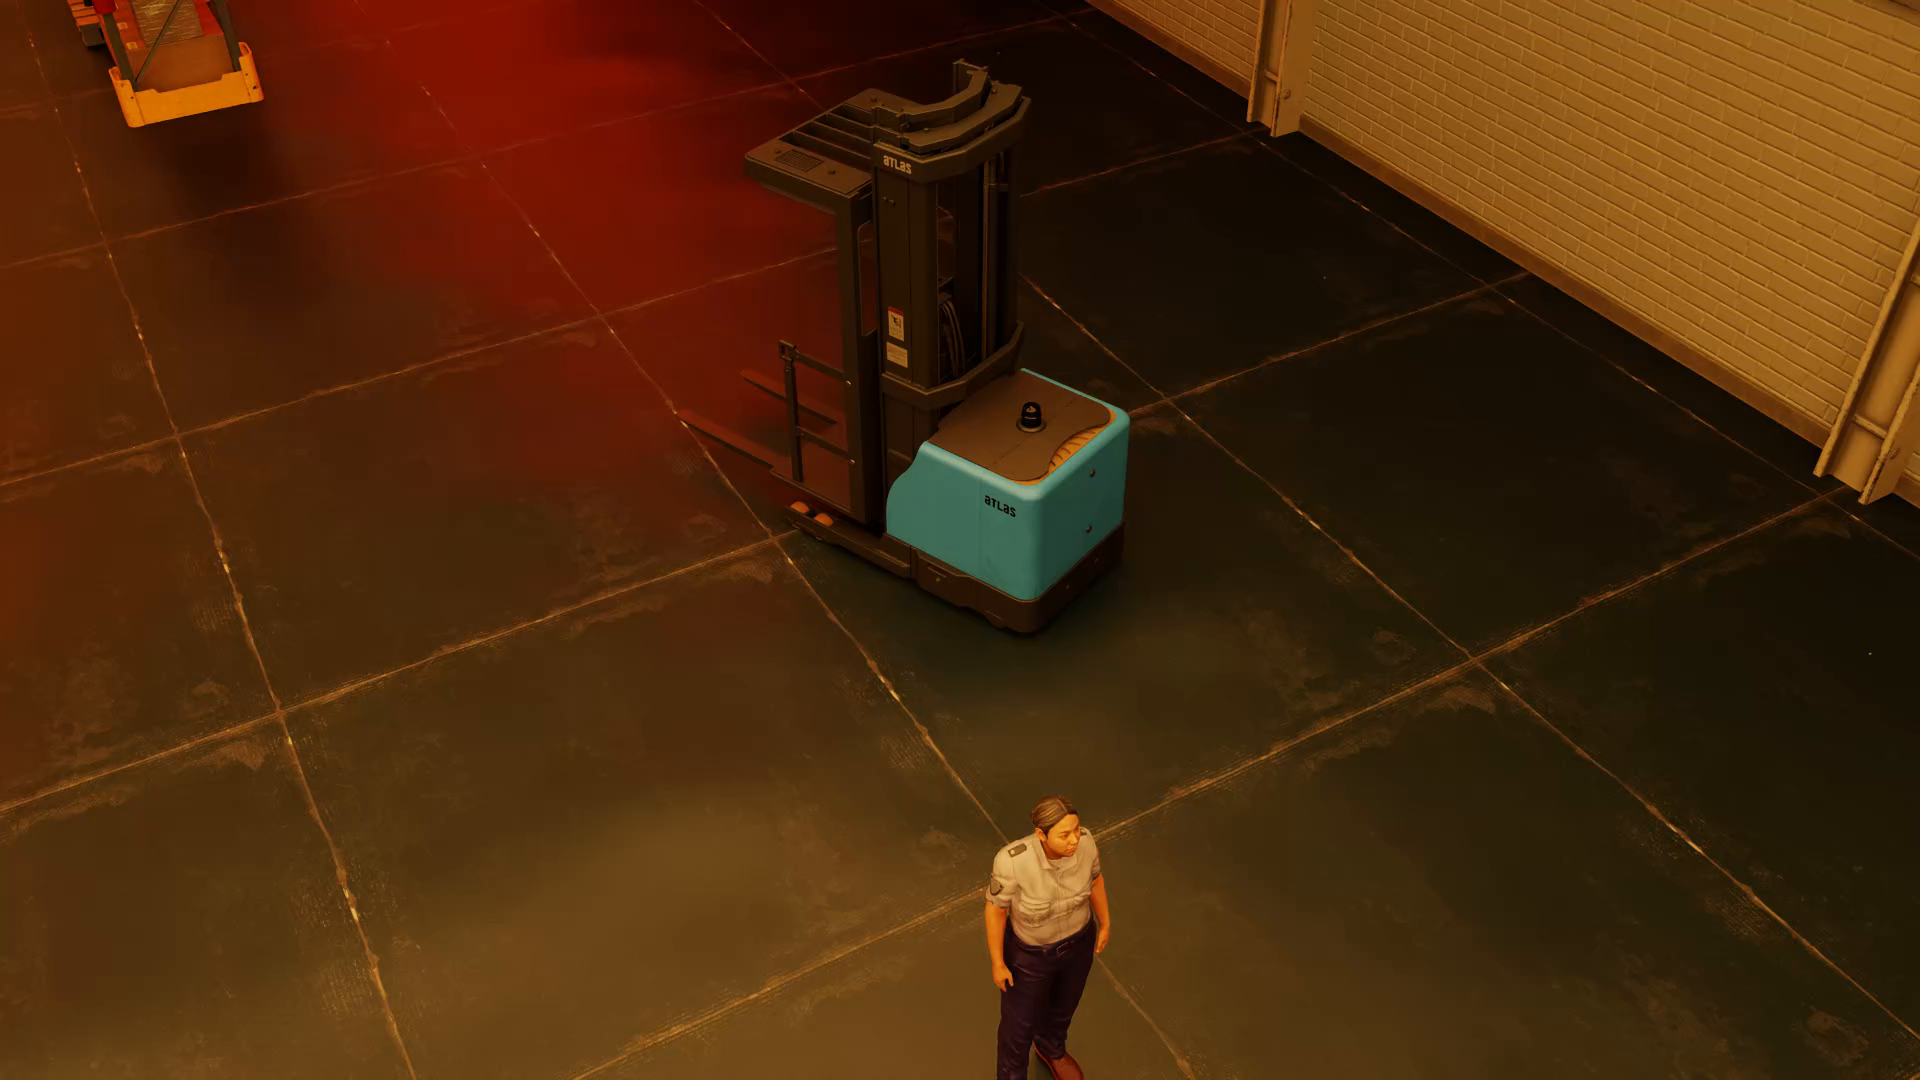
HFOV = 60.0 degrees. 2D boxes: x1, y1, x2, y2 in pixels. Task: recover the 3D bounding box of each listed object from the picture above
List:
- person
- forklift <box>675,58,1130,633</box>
[{"bbox_3d":[0.392,1.751,6.918,0.598,1.651,0.504,-18,43,-21],"label":"person"},{"bbox_3d":[-0.481,-1.366,9.683,3.031,2.935,1.130,26,46,28],"label":"forklift"}]
